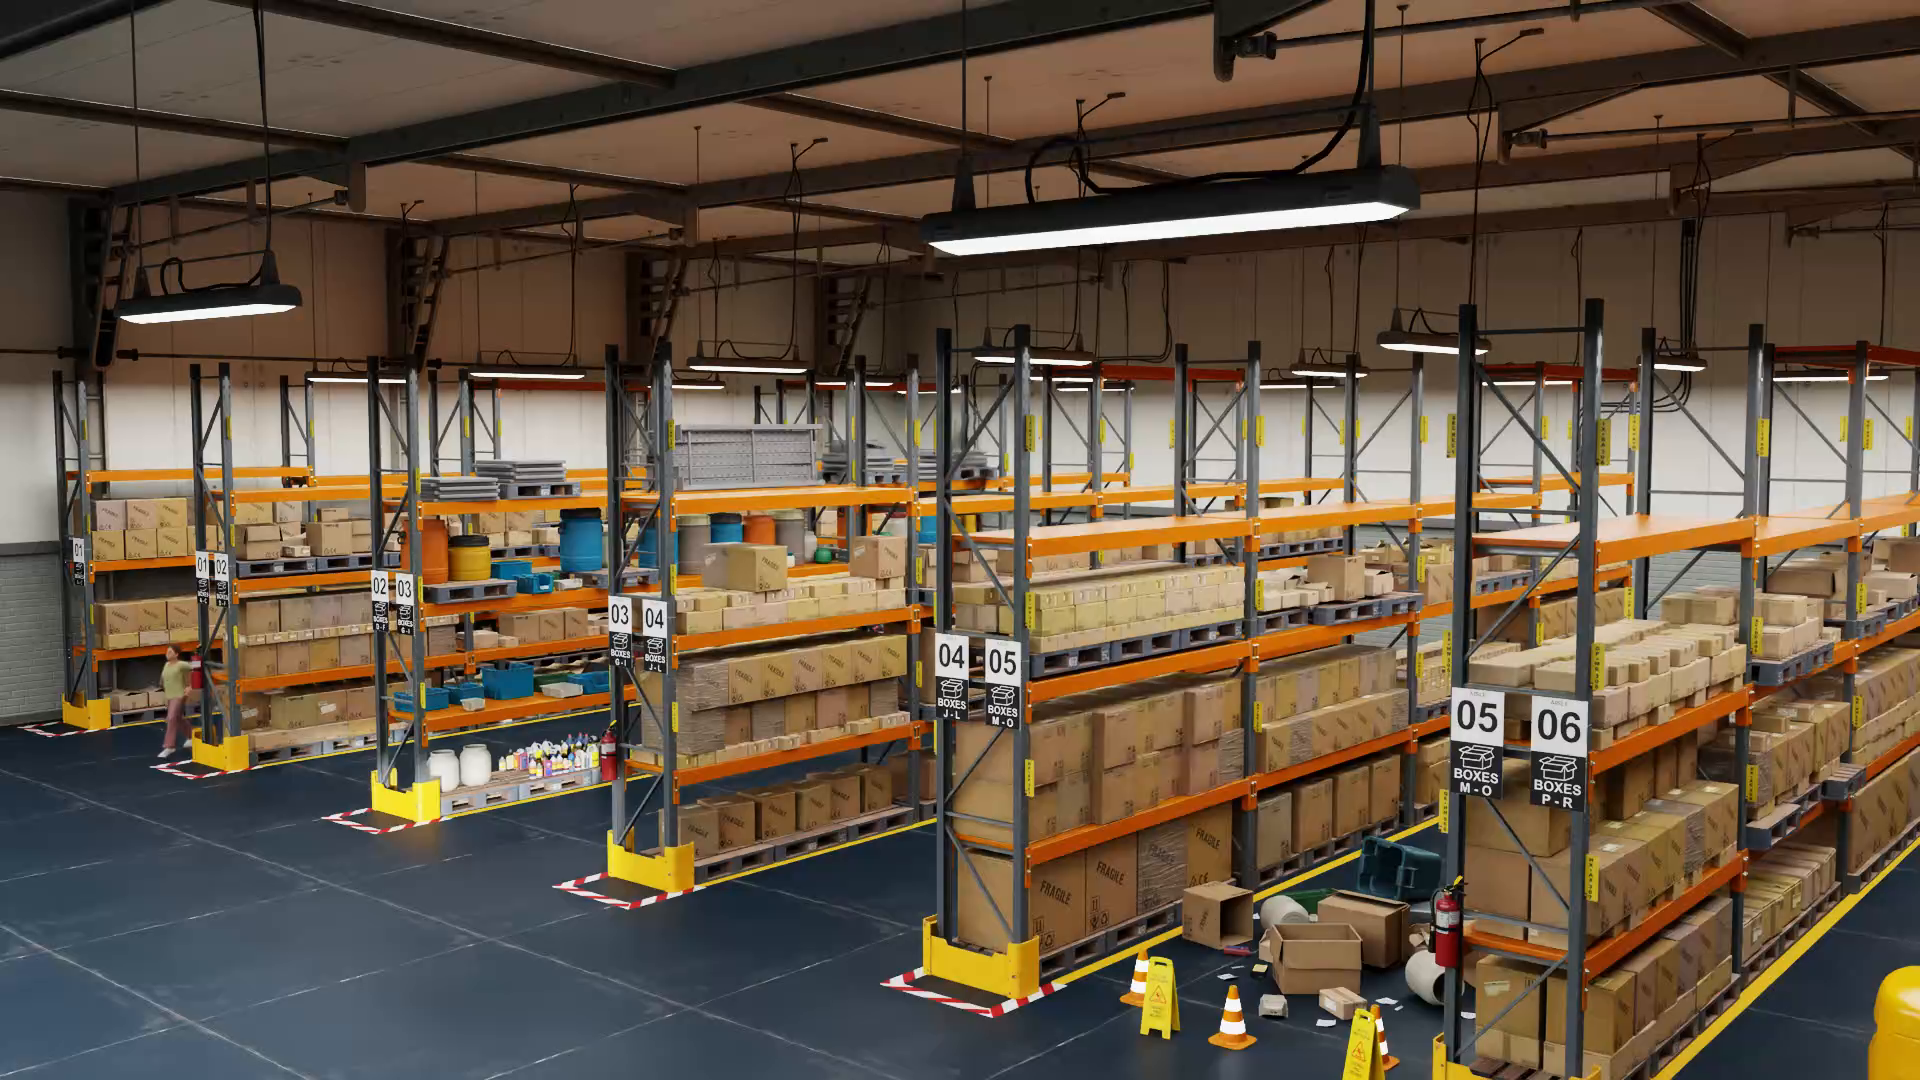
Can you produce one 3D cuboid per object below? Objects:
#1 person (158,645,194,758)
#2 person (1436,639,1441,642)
[{"bbox_3d":[-12.114,2.450,25.708,0.614,1.684,0.914,2,4,23],"label":"person"},{"bbox_3d":[7.767,2.393,26.960,0.496,1.590,0.727,2,5,31],"label":"person"}]
